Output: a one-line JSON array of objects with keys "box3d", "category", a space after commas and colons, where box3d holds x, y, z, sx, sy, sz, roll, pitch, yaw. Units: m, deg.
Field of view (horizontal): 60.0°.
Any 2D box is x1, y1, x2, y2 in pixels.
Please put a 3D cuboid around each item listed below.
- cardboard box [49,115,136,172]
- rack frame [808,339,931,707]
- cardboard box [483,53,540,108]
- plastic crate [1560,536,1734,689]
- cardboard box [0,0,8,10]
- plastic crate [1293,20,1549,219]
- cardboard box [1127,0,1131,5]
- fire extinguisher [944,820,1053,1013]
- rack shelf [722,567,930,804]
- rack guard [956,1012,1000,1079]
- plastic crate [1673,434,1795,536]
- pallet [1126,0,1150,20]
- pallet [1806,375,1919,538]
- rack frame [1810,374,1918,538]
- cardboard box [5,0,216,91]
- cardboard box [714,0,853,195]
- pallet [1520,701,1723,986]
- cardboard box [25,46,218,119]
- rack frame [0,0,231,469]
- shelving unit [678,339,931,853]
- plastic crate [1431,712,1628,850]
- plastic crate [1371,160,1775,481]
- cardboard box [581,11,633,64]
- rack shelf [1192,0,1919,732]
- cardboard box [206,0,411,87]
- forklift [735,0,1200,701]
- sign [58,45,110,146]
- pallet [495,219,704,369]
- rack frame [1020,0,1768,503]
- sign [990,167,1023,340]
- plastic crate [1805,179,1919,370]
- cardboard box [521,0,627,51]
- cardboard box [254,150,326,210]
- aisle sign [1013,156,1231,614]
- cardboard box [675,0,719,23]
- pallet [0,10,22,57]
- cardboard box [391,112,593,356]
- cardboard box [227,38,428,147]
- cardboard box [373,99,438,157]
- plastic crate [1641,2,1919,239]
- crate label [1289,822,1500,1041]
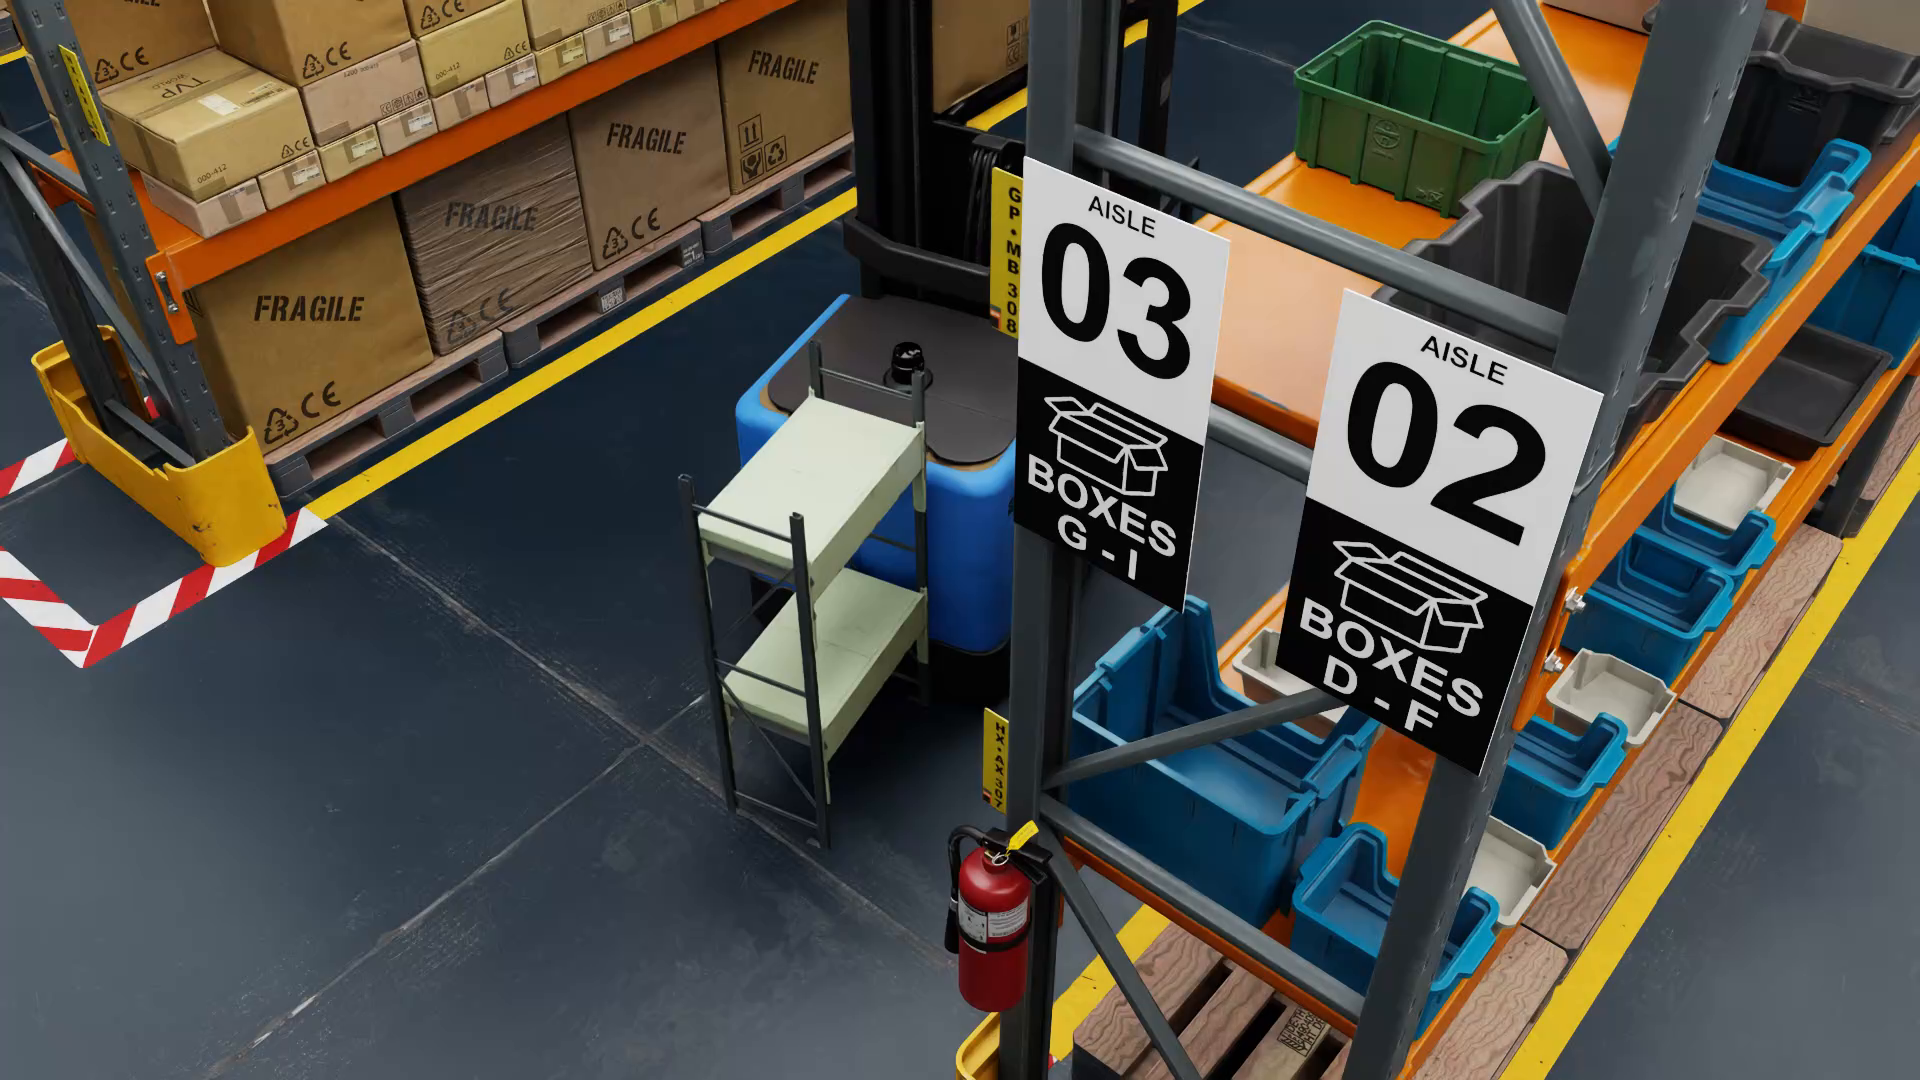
[{"box3d": [-3.288, -1.568, 6.432, 0.380, 0.149, 0.250, 30, 50, 29], "category": "cardboard box"}, {"box3d": [-0.292, -0.010, 5.645, 0.400, 1.500, 0.023, 18, 45, 19], "category": "rack frame"}, {"box3d": [-1.959, -1.945, 6.847, 0.380, 0.149, 0.250, 29, 50, 28], "category": "cardboard box"}, {"box3d": [1.784, 0.186, 4.395, 0.416, 0.233, 0.300, 29, 50, 28], "category": "plastic crate"}, {"box3d": [-5.815, -3.324, 9.983, 0.380, 0.149, 0.250, 30, 50, 29], "category": "cardboard box"}, {"box3d": [0.942, -0.854, 3.387, 0.450, 0.188, 0.336, 29, 50, 28], "category": "plastic crate"}, {"box3d": [0.280, -3.563, 9.706, 1.225, 0.875, 0.875, 28, 49, 27], "category": "cardboard box"}, {"box3d": [0.081, 0.857, 3.913, 0.296, 0.674, 0.183, 29, 50, 28], "category": "fire extinguisher"}, {"box3d": [-0.454, 0.452, 5.622, 0.431, 0.370, 0.720, 18, 45, 19], "category": "rack shelf"}, {"box3d": [0.520, 1.752, 4.452, 1.175, 0.500, 0.348, 29, 50, 28], "category": "rack guard"}, {"box3d": [2.209, -0.148, 4.835, 0.293, 0.136, 0.466, 29, 50, 28], "category": "plastic crate"}, {"box3d": [0.533, -3.424, 10.359, 1.003, 0.211, 1.213, 29, 50, 28], "category": "pallet"}, {"box3d": [3.628, -0.598, 7.251, 1.003, 0.211, 1.213, 29, 50, 28], "category": "pallet"}, {"box3d": [3.100, -1.251, 5.896, 1.000, 3.000, 0.127, 29, 50, 28], "category": "rack frame"}, {"box3d": [-3.153, -2.032, 6.088, 0.500, 0.500, 0.500, 30, 50, 29], "category": "cardboard box"}, {"box3d": [-1.177, -2.459, 8.492, 0.875, 0.875, 0.875, 29, 50, 28], "category": "cardboard box"}, {"box3d": [1.871, 0.808, 5.705, 1.003, 0.211, 1.213, 29, 50, 28], "category": "pallet"}, {"box3d": [-3.157, -1.754, 6.340, 0.500, 0.250, 0.500, 29, 50, 28], "category": "cardboard box"}, {"box3d": [-3.266, -1.335, 5.989, 1.000, 3.000, 0.127, 29, 50, 28], "category": "rack frame"}, {"box3d": [-0.454, 0.211, 5.403, 0.431, 1.500, 0.755, 18, 45, 19], "category": "shelving unit"}, {"box3d": [1.360, 0.525, 4.022, 0.416, 0.233, 0.300, 29, 50, 28], "category": "plastic crate"}, {"box3d": [0.987, -0.330, 2.751, 0.497, 0.269, 0.590, 29, 50, 28], "category": "plastic crate"}, {"box3d": [-1.628, -2.211, 7.138, 0.380, 0.149, 0.250, 30, 50, 29], "category": "cardboard box"}, {"box3d": [1.813, -1.064, 3.996, 1.077, 0.370, 4.000, 29, 50, 28], "category": "rack shelf"}, {"box3d": [-2.428, -2.055, 6.113, 0.500, 0.500, 0.500, 28, 49, 28], "category": "cardboard box"}, {"box3d": [0.317, -1.494, 6.215, 1.130, 2.935, 3.031, 18, 45, 19], "category": "forklift"}, {"box3d": [-2.845, -1.442, 5.403, 0.100, 0.325, 0.005, 29, 50, 28], "category": "sign"}, {"box3d": [-2.025, -1.375, 8.105, 1.003, 0.211, 1.213, 29, 50, 28], "category": "pallet"}, {"box3d": [0.525, -1.411, 1.612, 1.000, 3.000, 0.127, 29, 50, 28], "category": "rack frame"}, {"box3d": [0.094, -0.492, 2.909, 0.100, 0.325, 0.005, 29, 50, 28], "category": "sign"}, {"box3d": [3.060, -0.879, 5.454, 0.392, 0.384, 0.575, 29, 50, 28], "category": "plastic crate"}, {"box3d": [-1.763, -2.319, 6.961, 0.500, 0.250, 0.500, 29, 49, 28], "category": "cardboard box"}, {"box3d": [-2.620, -1.415, 6.263, 0.380, 0.149, 0.250, 29, 50, 28], "category": "cardboard box"}, {"box3d": [0.255, -0.243, 2.855, 0.394, 0.787, 0.004, 29, 50, 28], "category": "aisle sign"}, {"box3d": [-1.299, -2.473, 7.427, 0.380, 0.149, 0.250, 30, 50, 29], "category": "cardboard box"}, {"box3d": [-6.398, -2.945, 9.832, 1.003, 0.211, 1.213, 29, 50, 28], "category": "pallet"}, {"box3d": [-2.329, -1.537, 7.478, 0.875, 0.875, 0.875, 29, 50, 28], "category": "cardboard box"}, {"box3d": [-2.421, -1.791, 6.380, 0.500, 0.250, 0.500, 29, 50, 28], "category": "cardboard box"}, {"box3d": [-2.289, -1.682, 6.557, 0.380, 0.149, 0.250, 29, 50, 28], "category": "cardboard box"}, {"box3d": [1.719, -0.945, 3.377, 0.504, 0.338, 0.767, 29, 50, 28], "category": "plastic crate"}, {"box3d": [0.936, 0.864, 3.650, 0.416, 0.233, 0.303, 29, 50, 28], "category": "crate label"}]
